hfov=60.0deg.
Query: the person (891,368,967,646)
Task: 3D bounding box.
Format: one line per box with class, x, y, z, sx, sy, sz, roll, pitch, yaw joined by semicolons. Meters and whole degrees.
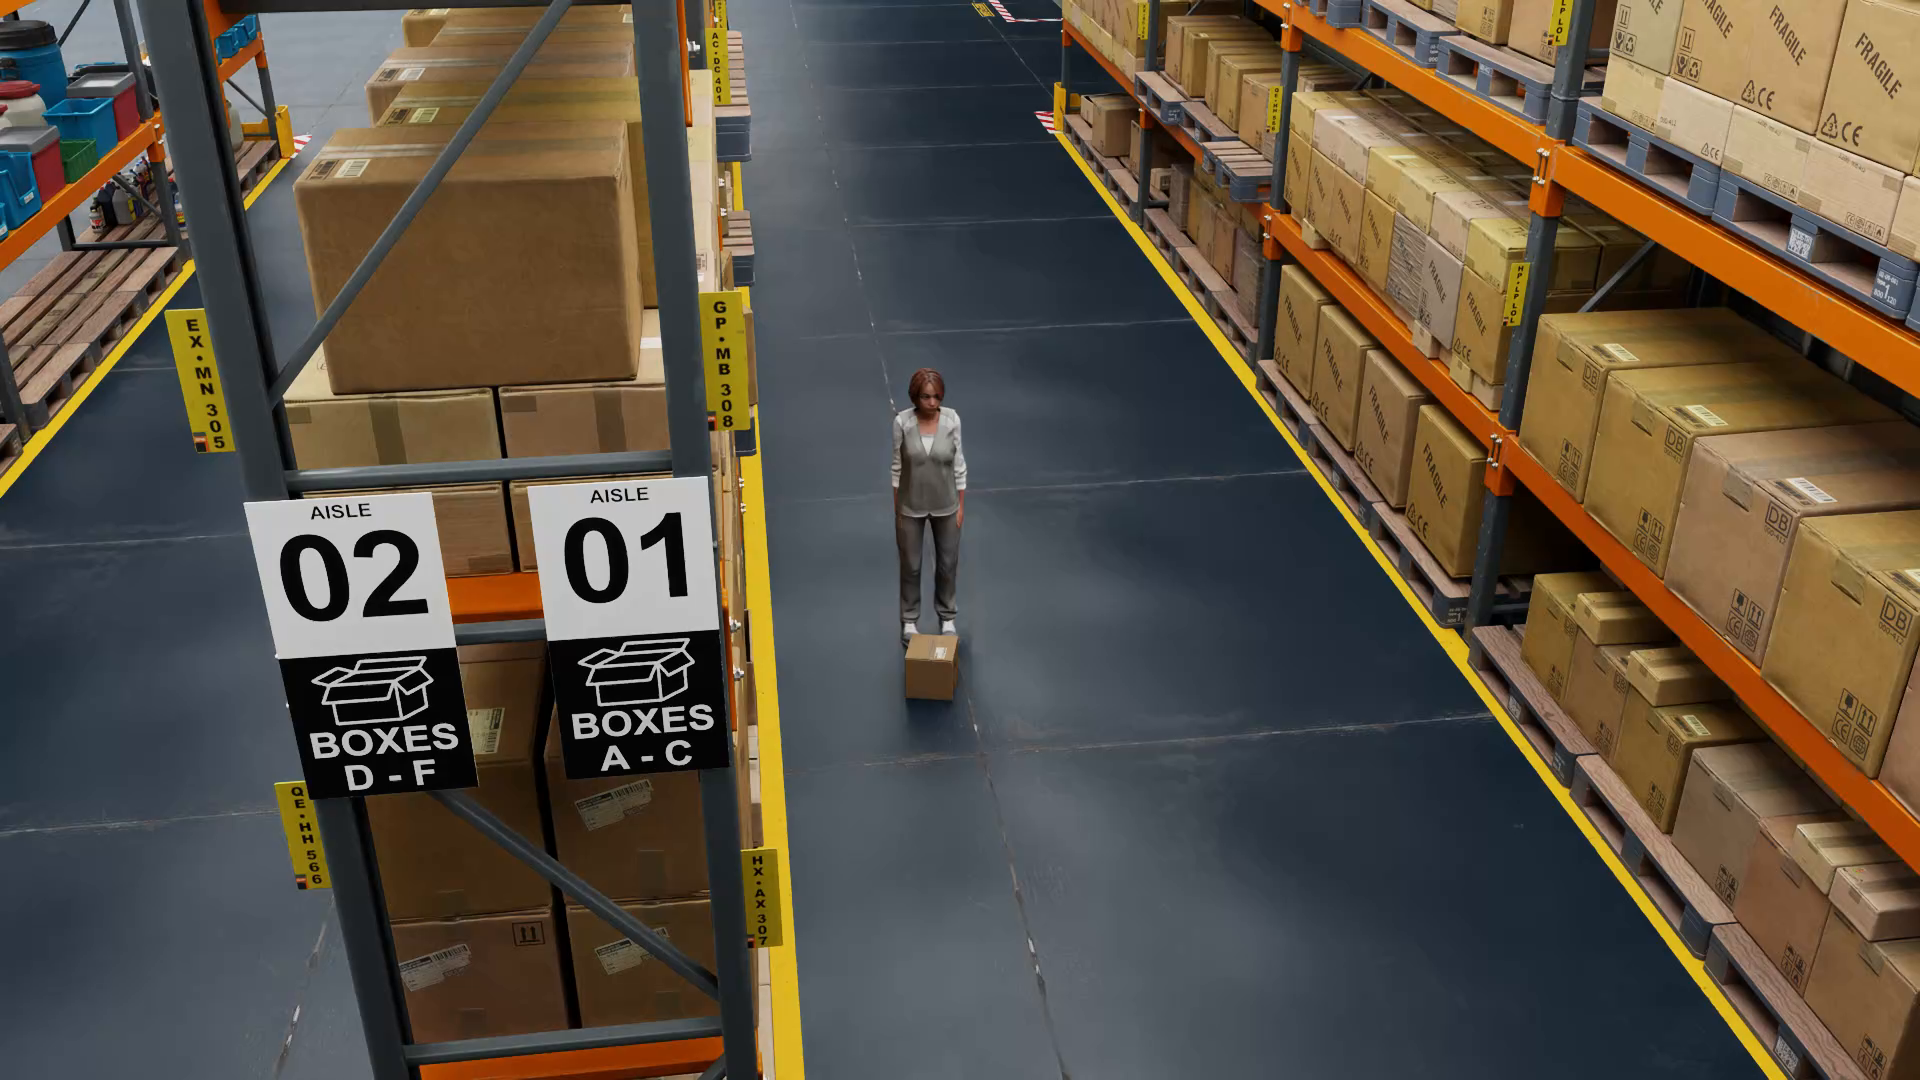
person;-0.164;-0.160;8.958;0.405;1.587;0.305;-3;28;-6
